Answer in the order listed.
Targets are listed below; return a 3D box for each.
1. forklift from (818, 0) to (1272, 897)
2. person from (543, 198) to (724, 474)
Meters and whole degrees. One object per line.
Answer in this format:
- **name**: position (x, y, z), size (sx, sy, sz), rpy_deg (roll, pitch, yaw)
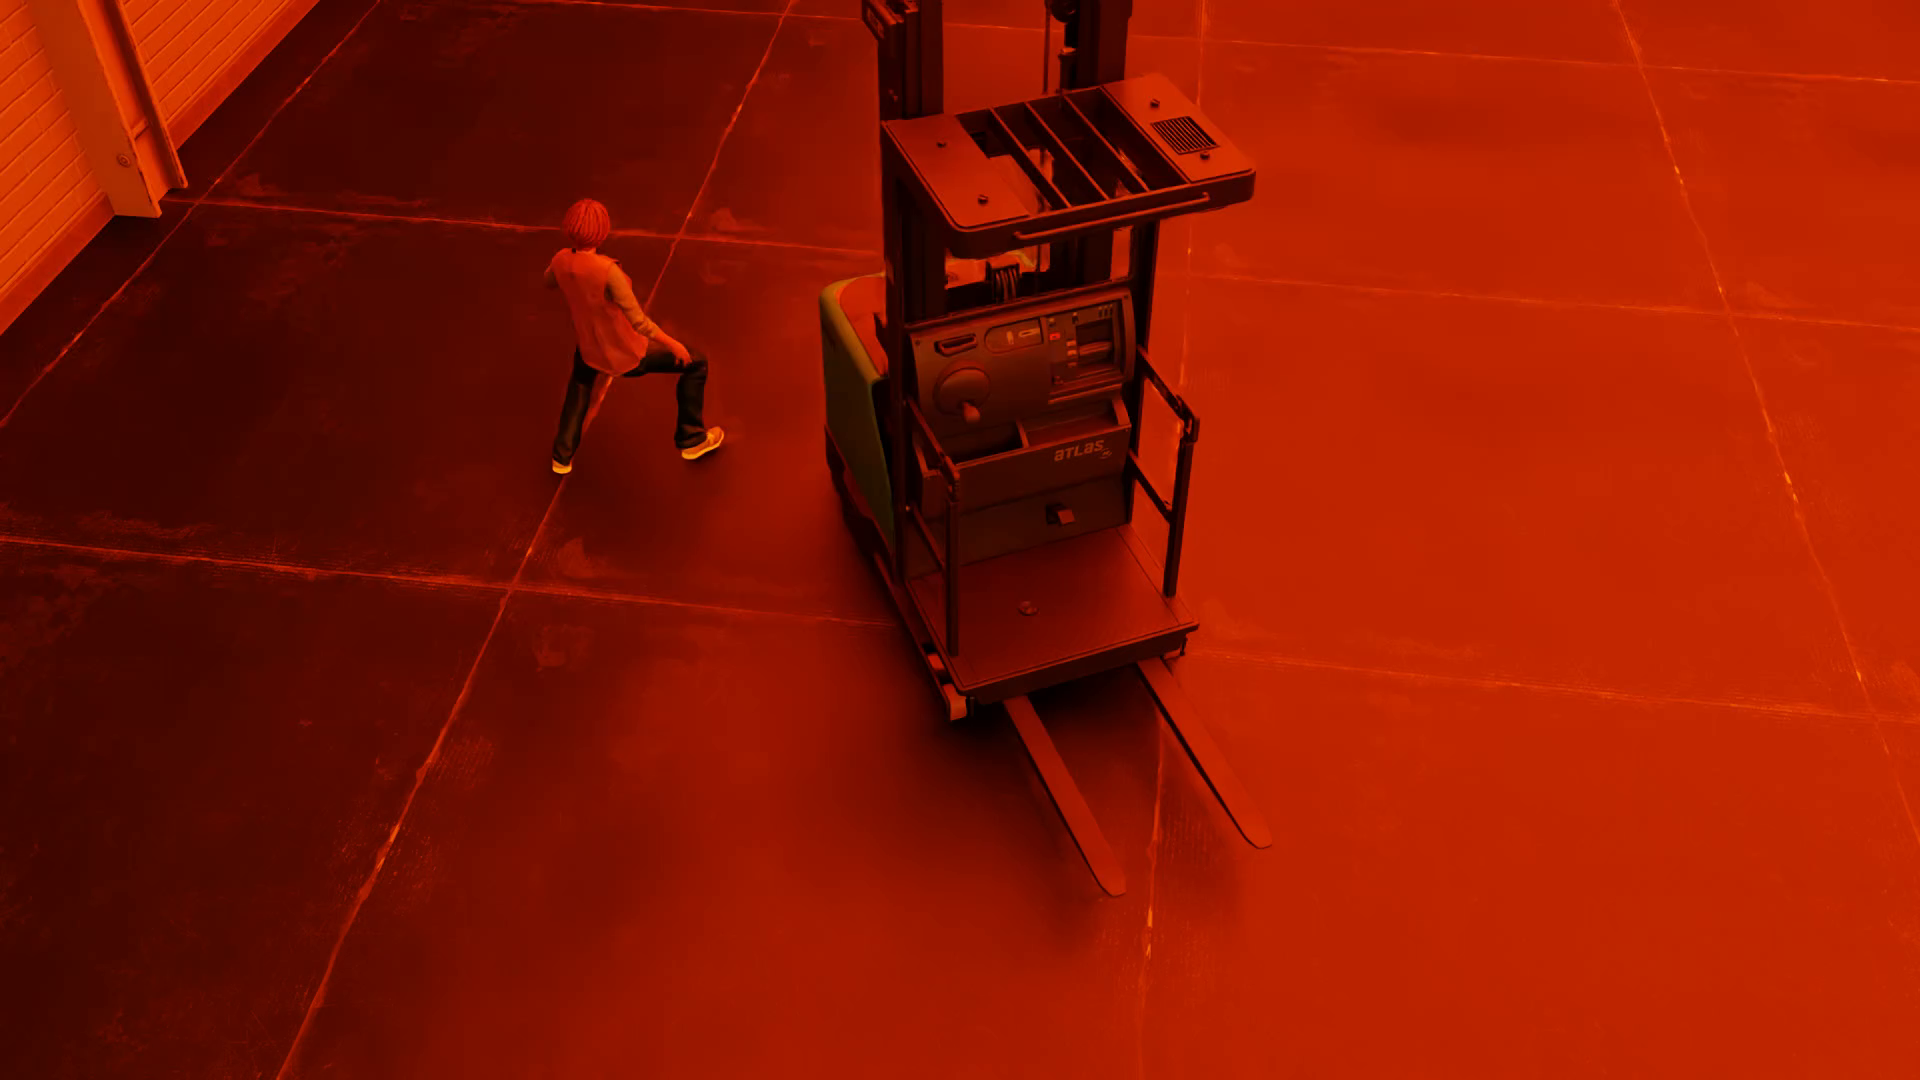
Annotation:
- **forklift**: position (0.336, -0.637, 6.418), size (1.130, 2.935, 3.031), rpy_deg (-14, 44, -15)
- **person**: position (-1.675, -0.962, 7.888), size (0.820, 1.466, 0.648), rpy_deg (22, 47, 22)
